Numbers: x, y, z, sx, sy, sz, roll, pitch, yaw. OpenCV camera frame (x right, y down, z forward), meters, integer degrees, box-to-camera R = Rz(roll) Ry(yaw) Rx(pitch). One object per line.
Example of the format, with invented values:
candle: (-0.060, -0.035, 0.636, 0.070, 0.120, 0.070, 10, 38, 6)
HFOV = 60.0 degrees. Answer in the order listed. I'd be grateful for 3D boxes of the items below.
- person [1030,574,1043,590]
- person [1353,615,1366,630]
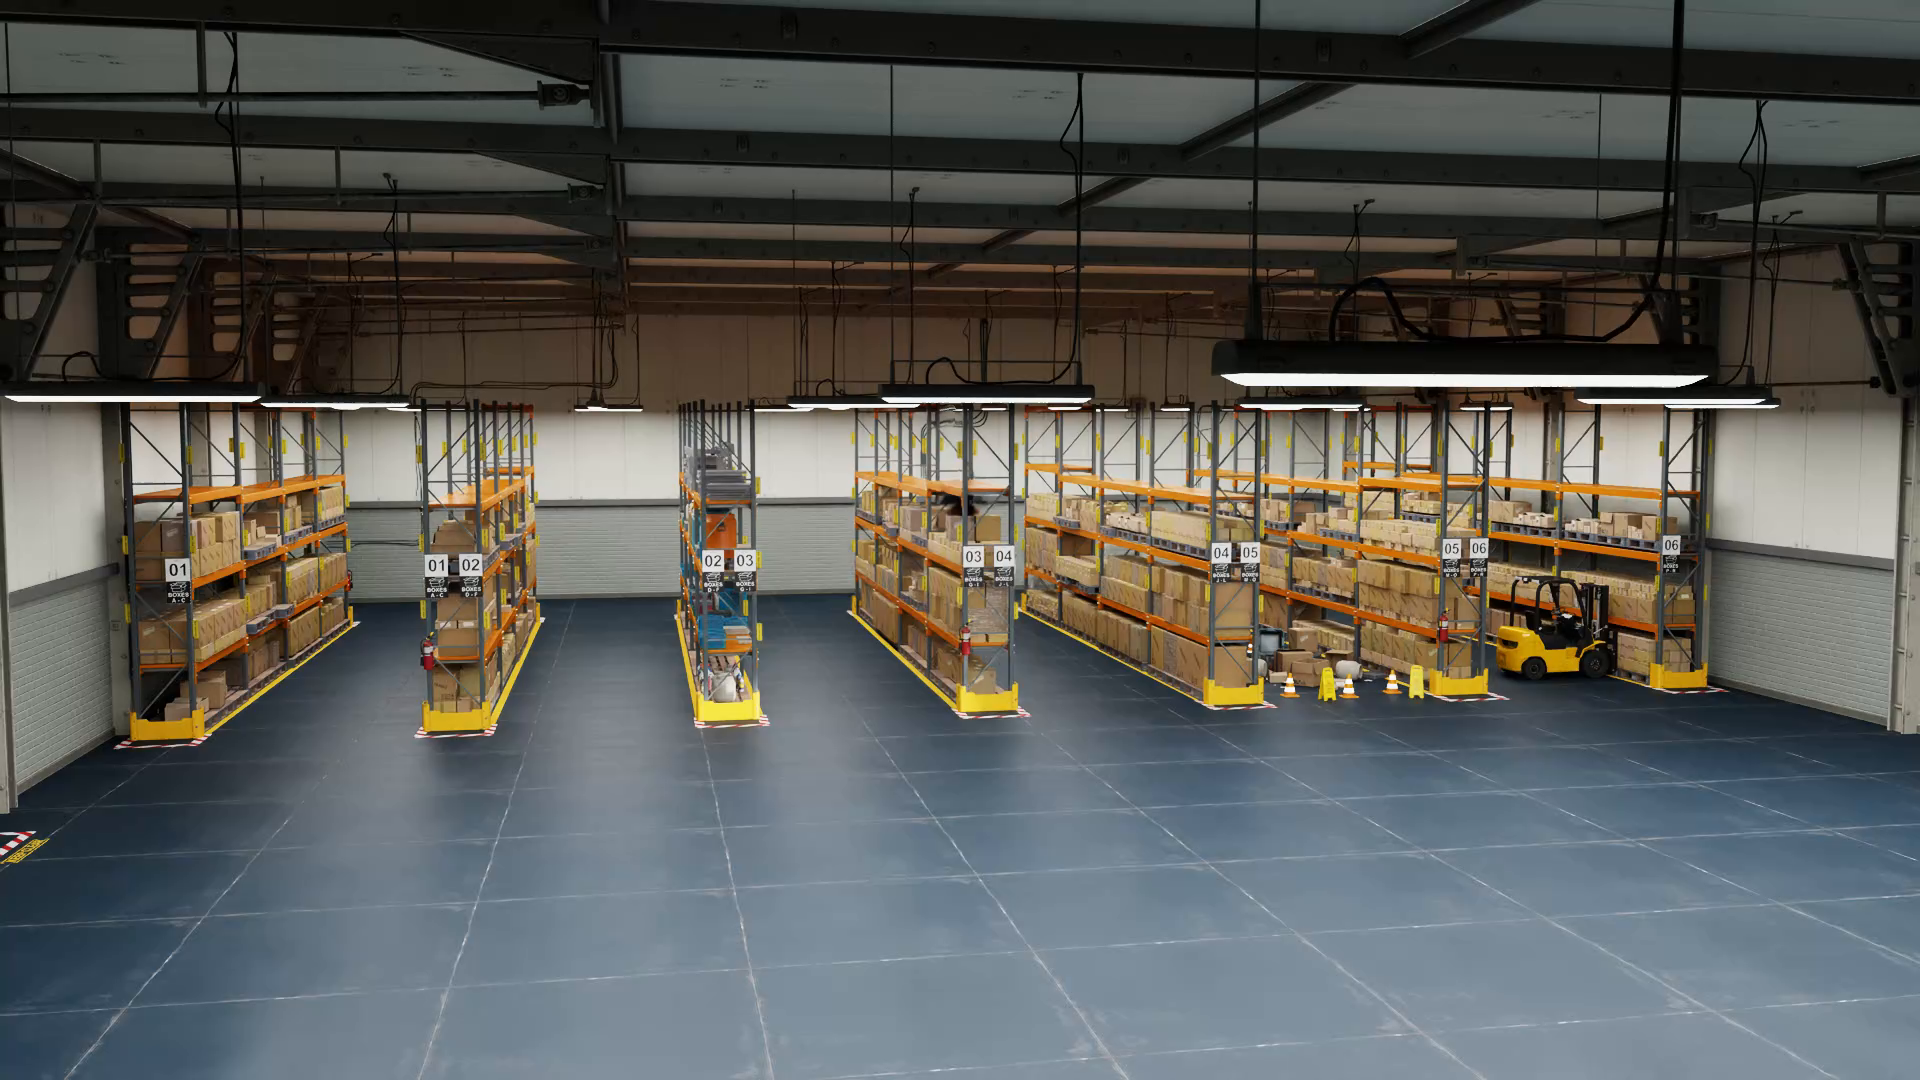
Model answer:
person: (2.334, 1.083, 50.079, 0.830, 1.770, 0.670, -2, 5, -27)
person: (10.341, 1.698, 42.647, 0.582, 1.638, 0.553, -1, 4, -15)
